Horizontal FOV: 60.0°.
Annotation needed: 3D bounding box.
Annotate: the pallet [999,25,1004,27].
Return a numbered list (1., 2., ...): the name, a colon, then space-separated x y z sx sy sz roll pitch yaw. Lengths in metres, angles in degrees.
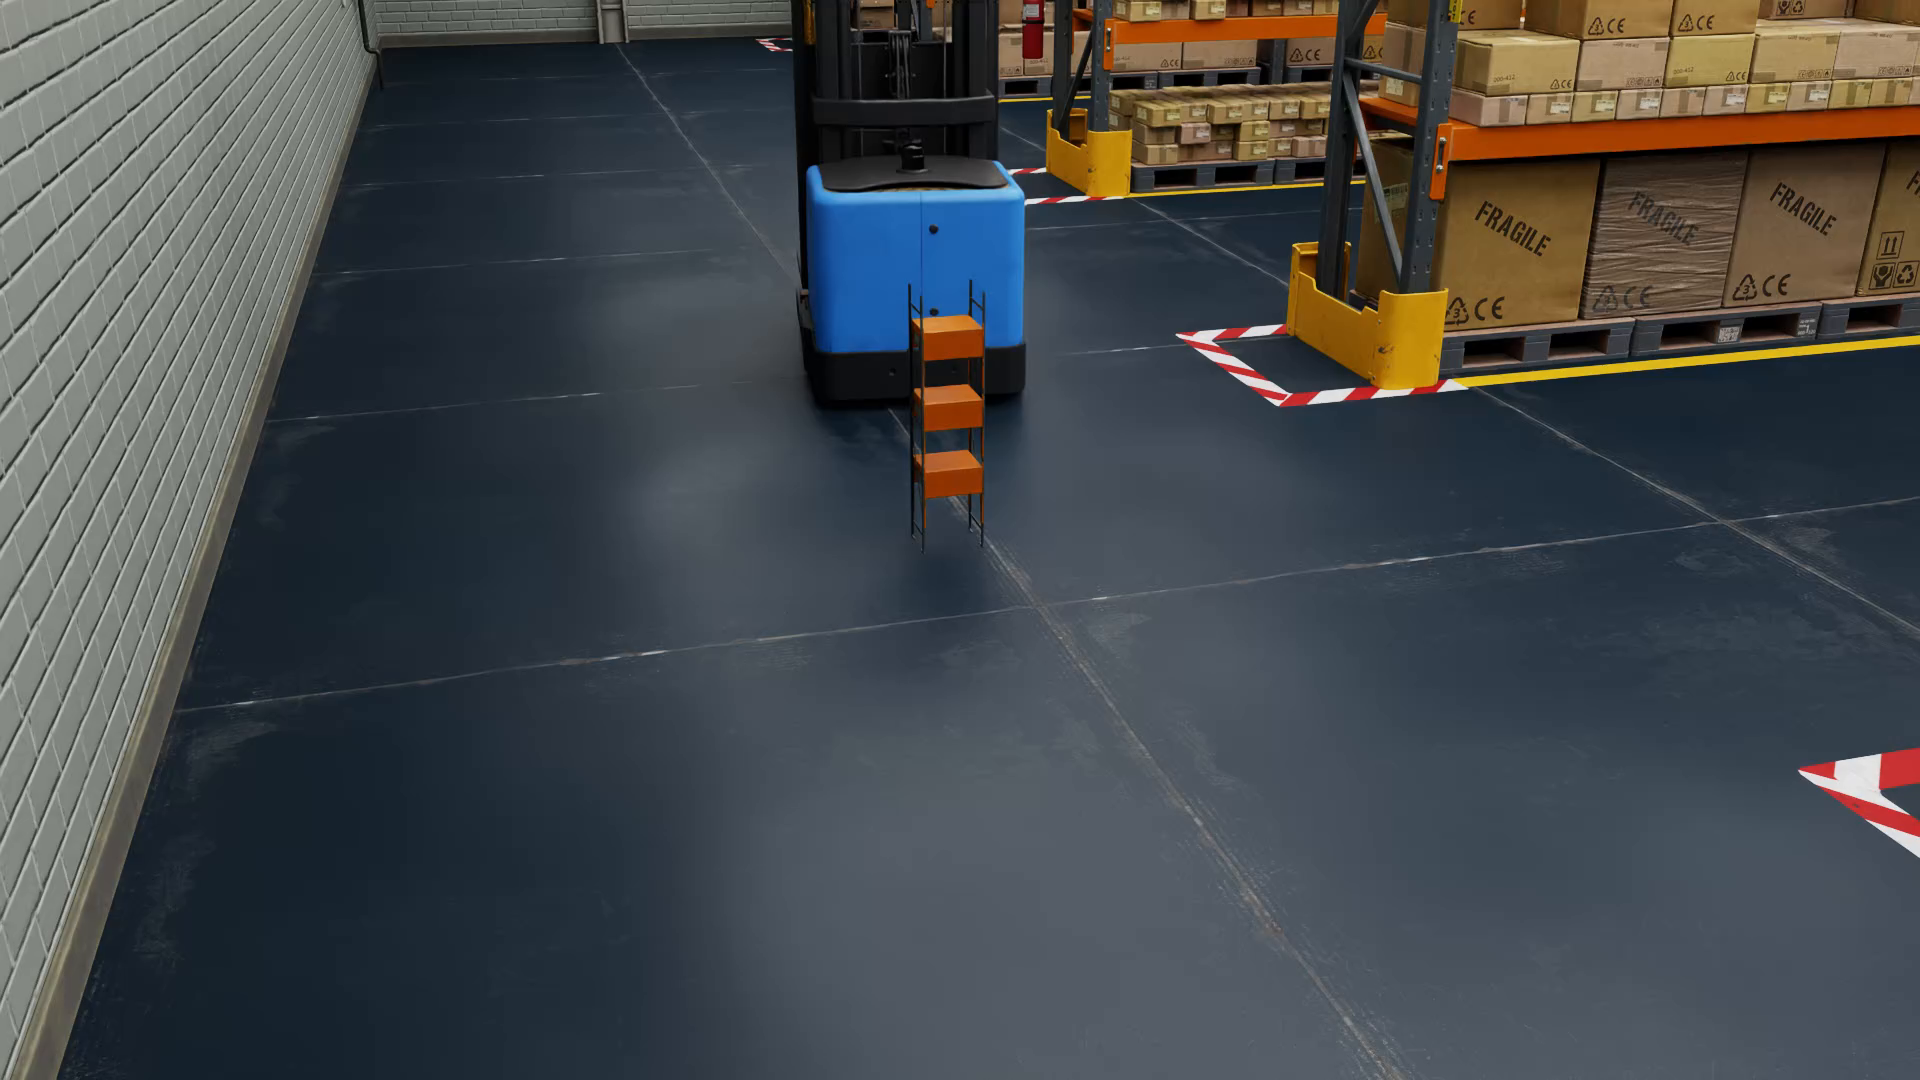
1. pallet: 0.190 -6.971 22.730 1.213 0.211 1.003 -6 24 -14

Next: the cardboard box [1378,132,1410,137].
1. cardboard box: 3.525 -3.306 13.733 0.250 0.149 0.380 -6 24 -14

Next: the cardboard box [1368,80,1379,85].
1. cardboard box: 3.663 -3.814 14.163 0.250 0.149 0.380 -7 24 -16

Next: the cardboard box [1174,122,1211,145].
1. cardboard box: 1.808 -3.264 13.259 0.250 0.149 0.380 -6 24 -15

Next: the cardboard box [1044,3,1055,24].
1. cardboard box: 1.227 -7.185 22.625 0.258 0.266 0.396 -5 24 -12

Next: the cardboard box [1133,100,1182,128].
1. cardboard box: 1.552 -3.361 13.108 0.250 0.149 0.380 -7 24 -17

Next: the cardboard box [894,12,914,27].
1. cardboard box: -0.789 -6.974 22.281 0.250 0.149 0.380 -7 24 -16

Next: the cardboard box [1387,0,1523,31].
1. cardboard box: 2.596 -2.949 8.680 0.500 0.500 0.500 -6 24 -14

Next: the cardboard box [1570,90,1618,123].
1. cardboard box: 3.122 -2.237 8.478 0.250 0.149 0.380 -7 24 -16

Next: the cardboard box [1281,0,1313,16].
1. cardboard box: 2.589 -4.239 13.144 0.250 0.149 0.380 -7 24 -15

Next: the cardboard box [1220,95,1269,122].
1. cardboard box: 2.278 -3.473 13.367 0.250 0.149 0.380 -8 24 -17

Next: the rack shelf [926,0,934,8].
1. rack shelf: 1.447 -6.029 17.910 4.000 0.370 1.077 -6 24 -14

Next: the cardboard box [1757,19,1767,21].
1. cardboard box: 4.072 -2.770 9.214 0.500 0.250 0.500 -6 24 -14

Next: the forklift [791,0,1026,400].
1. forklift: -0.370 -2.579 9.044 1.130 2.935 3.031 -3 23 -7

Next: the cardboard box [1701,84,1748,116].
1. cardboard box: 3.866 -2.320 8.670 0.250 0.149 0.380 -7 24 -15

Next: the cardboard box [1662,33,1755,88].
1. cardboard box: 3.717 -2.511 8.611 0.500 0.250 0.500 -7 24 -16

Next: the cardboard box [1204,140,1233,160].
1. cardboard box: 2.014 -3.184 13.448 0.250 0.149 0.380 -6 24 -14

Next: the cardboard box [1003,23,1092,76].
1. cardboard box: 1.009 -5.371 18.181 0.875 0.438 0.875 -6 24 -13

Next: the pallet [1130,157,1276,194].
1. pallet: 1.821 -3.078 13.656 1.213 0.211 1.003 -6 24 -14

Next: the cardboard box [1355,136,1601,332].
1. cardboard box: 2.793 -1.700 9.069 0.875 0.875 0.875 -6 24 -14

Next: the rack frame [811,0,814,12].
1. rack frame: -1.823 -8.031 21.663 0.127 3.000 1.000 -6 24 -14

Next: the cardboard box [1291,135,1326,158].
1. cardboard box: 2.773 -3.226 13.547 0.250 0.149 0.380 -8 24 -17

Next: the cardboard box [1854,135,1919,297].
1. cardboard box: 5.392 -1.987 9.739 0.875 0.875 0.875 -6 24 -14

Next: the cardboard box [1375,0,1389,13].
1. cardboard box: 3.335 -4.330 13.356 0.250 0.149 0.380 -7 24 -15

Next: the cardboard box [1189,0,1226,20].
1. cardboard box: 1.863 -4.124 12.876 0.250 0.149 0.380 -7 24 -16

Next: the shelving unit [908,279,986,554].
1. shelving unit: -0.052 -0.477 6.530 0.252 1.050 0.215 -6 24 -14

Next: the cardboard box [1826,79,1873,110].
1. cardboard box: 4.607 -2.401 8.861 0.250 0.149 0.380 -7 24 -15

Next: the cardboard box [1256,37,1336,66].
1. cardboard box: 3.948 -5.886 18.826 0.875 0.875 0.875 -6 24 -13

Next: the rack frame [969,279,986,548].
1. rack frame: 0.066 -0.490 6.560 0.008 1.050 0.200 -6 24 -14

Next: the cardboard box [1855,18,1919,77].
1. cardboard box: 5.198 -2.676 8.995 0.500 0.250 0.500 -6 24 -13

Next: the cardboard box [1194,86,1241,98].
1. cardboard box: 2.136 -3.672 13.831 0.250 0.149 0.380 -7 24 -16

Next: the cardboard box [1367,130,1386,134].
1. cardboard box: 3.308 -3.456 13.706 0.250 0.149 0.380 -7 24 -17

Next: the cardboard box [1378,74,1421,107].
1. cardboard box: 2.452 -2.432 8.933 0.250 0.149 0.380 -6 24 -13

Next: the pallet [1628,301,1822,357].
1. pallet: 4.119 -1.346 9.620 1.213 0.211 1.003 -6 24 -14

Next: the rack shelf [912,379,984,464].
1. rack shelf: -0.052 -0.467 6.534 0.240 0.259 0.215 -6 24 -14

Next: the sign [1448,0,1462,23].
1. sign: 2.342 -2.607 7.824 0.005 0.325 0.100 -6 24 -14

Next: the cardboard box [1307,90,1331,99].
1. cardboard box: 3.030 -3.572 13.600 0.250 0.149 0.380 -6 24 -14

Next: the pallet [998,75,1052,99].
1. pallet: 0.270 -4.980 18.089 1.213 0.211 1.003 -6 24 -14

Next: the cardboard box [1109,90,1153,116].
1. cardboard box: 1.397 -3.587 13.635 0.250 0.149 0.380 -6 24 -14

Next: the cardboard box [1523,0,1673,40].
1. cardboard box: 3.215 -2.799 8.331 0.500 0.500 0.500 -7 24 -16

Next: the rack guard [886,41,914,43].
1. rack guard: -0.502 -4.996 17.759 0.348 0.500 1.175 -6 24 -14

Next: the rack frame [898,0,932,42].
1. rack frame: -0.479 -6.147 17.272 0.127 3.000 1.000 -6 24 -14

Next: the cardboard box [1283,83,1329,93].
1. cardboard box: 2.908 -3.746 14.004 0.250 0.149 0.380 -6 24 -14

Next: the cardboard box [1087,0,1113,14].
1. cardboard box: 1.193 -4.305 13.298 0.250 0.149 0.380 -6 24 -14

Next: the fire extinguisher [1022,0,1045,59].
1. fire extinguisher: 0.588 -4.220 13.352 0.183 0.674 0.296 -6 24 -14

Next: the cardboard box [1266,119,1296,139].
1. cardboard box: 2.526 -3.374 13.515 0.250 0.149 0.380 -7 24 -17
